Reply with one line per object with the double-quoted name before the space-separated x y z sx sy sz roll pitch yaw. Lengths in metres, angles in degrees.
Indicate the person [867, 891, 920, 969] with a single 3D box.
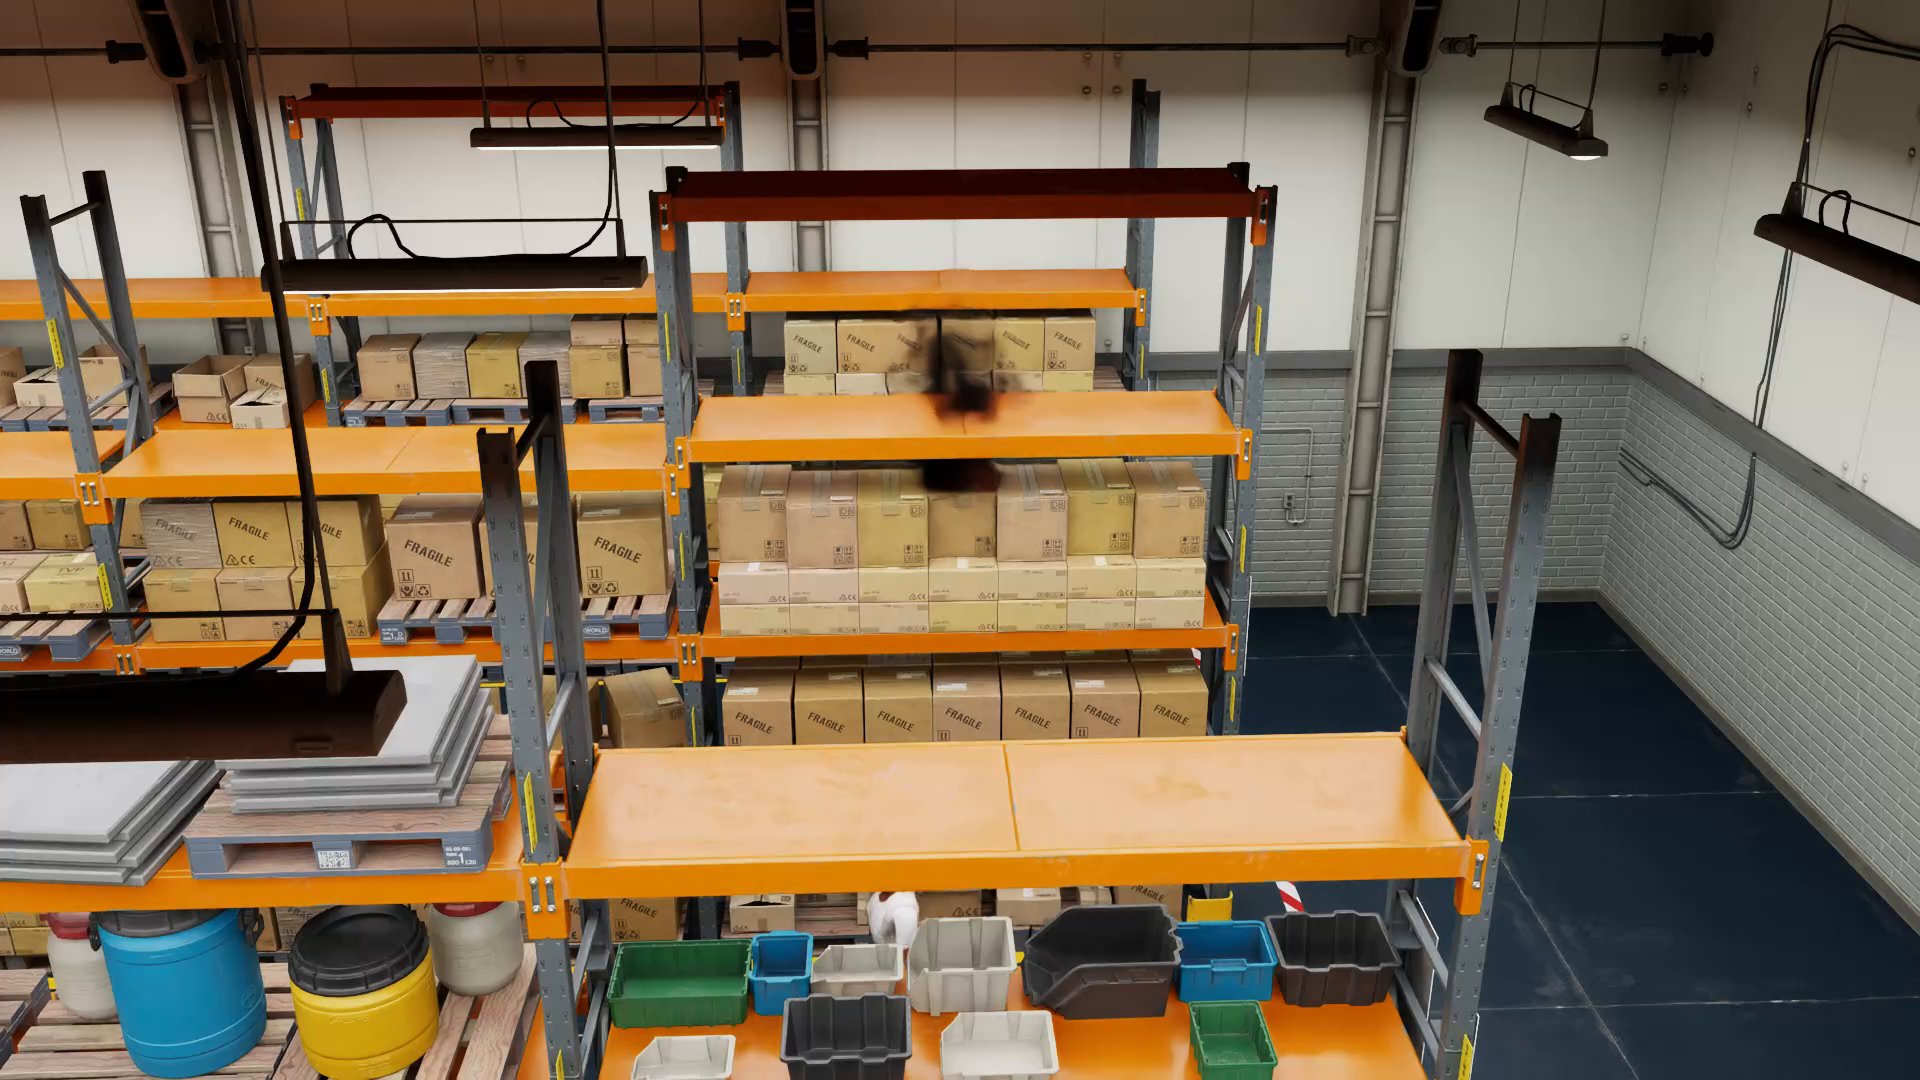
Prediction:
"person" -0.485 2.812 11.226 0.579 1.703 0.694 -5 23 -12
